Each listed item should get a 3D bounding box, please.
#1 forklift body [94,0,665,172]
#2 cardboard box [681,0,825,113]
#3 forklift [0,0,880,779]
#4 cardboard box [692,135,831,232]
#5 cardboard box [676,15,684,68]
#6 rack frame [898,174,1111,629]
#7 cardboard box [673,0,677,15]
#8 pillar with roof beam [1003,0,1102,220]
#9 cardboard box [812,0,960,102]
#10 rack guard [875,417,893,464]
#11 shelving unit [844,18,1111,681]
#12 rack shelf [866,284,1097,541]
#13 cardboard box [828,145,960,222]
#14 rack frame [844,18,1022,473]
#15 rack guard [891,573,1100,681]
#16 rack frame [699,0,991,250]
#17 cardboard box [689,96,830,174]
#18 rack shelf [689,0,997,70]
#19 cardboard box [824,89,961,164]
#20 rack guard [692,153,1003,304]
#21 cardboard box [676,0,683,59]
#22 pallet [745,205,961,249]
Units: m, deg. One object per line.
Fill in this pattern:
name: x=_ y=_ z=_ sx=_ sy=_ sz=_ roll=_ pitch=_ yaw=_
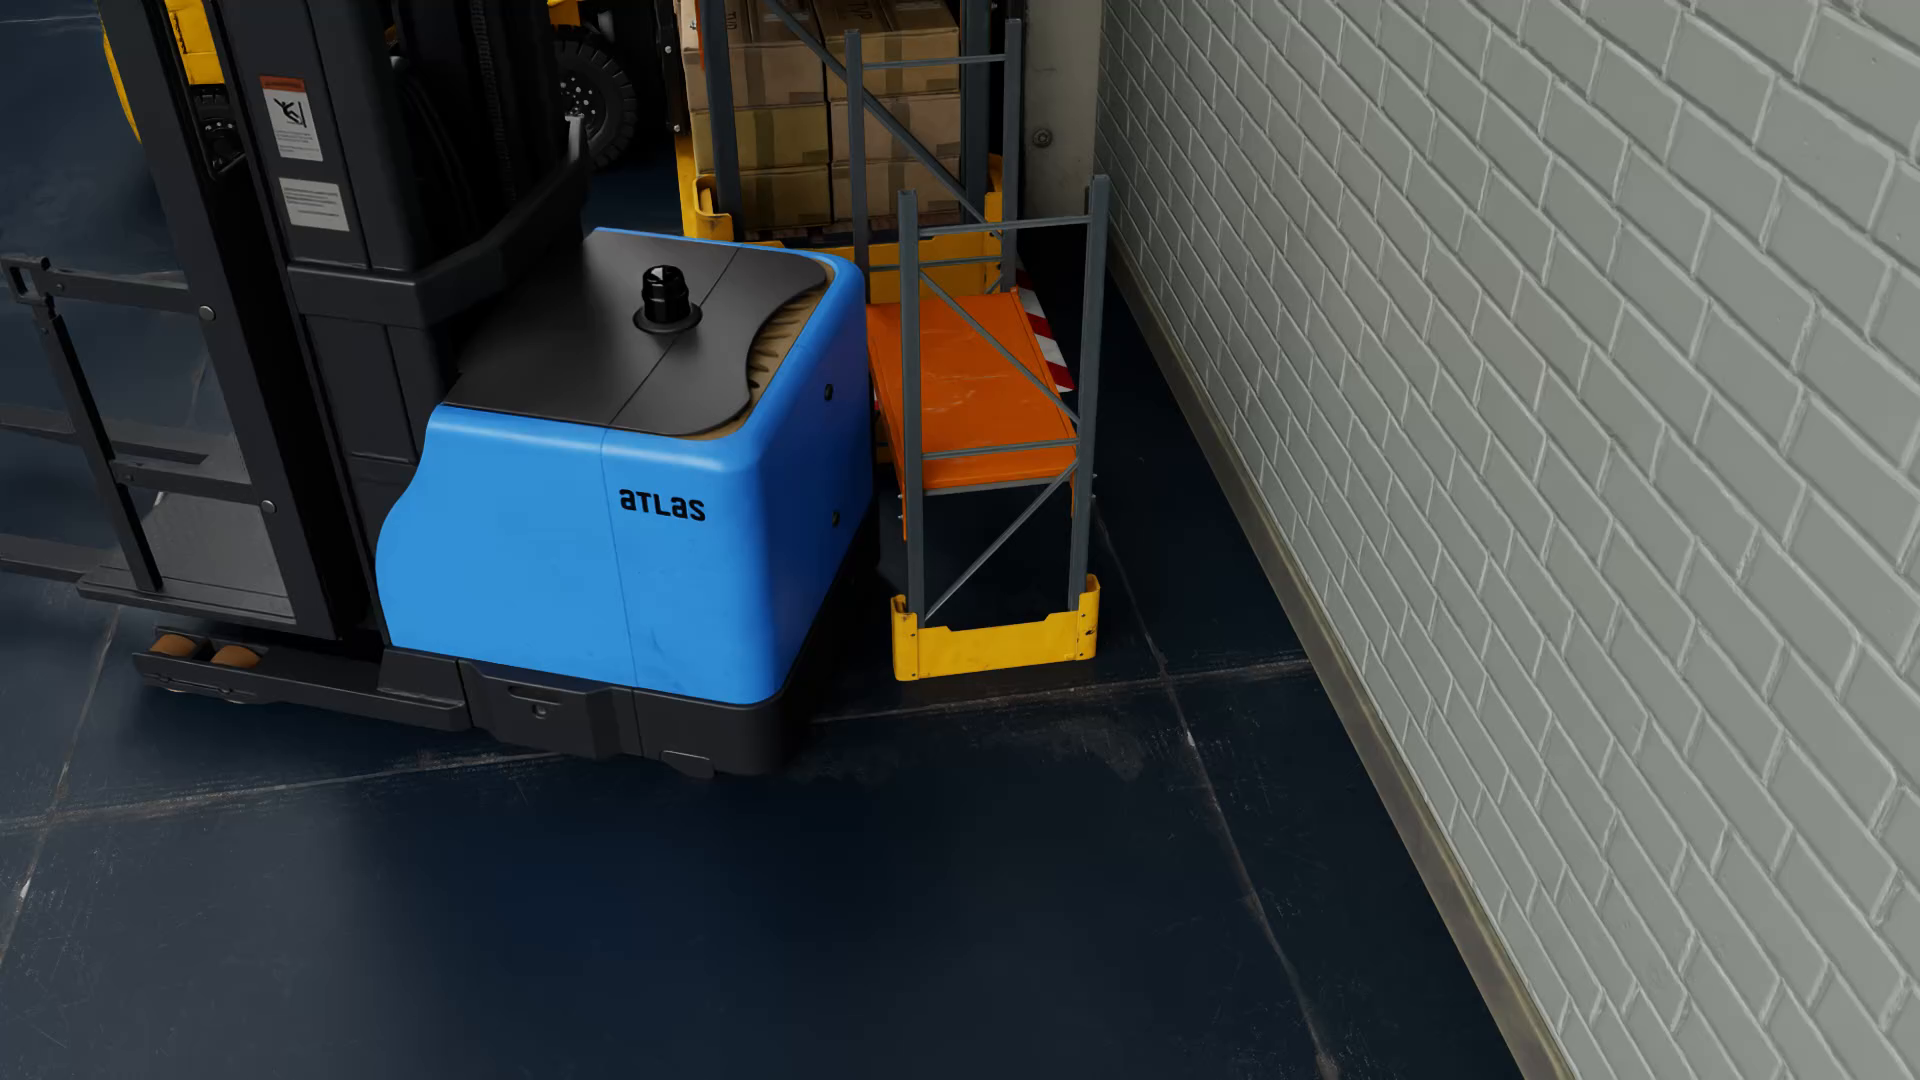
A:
forklift body: x=-2.524 y=-2.733 z=7.014 sx=2.313 sy=2.155 sz=1.214 roll=-6 pitch=38 yaw=-8
cardboard box: x=-0.783 y=-1.838 z=6.255 sx=0.500 sy=0.250 sz=0.500 roll=-5 pitch=38 yaw=-6
forklift: x=-1.816 y=-1.003 z=4.153 sx=3.031 sy=2.935 sz=1.130 roll=8 pitch=39 yaw=11
cardboard box: x=-0.789 y=-1.449 z=6.568 sx=0.500 sy=0.250 sz=0.500 roll=-6 pitch=38 yaw=-8
cardboard box: x=-0.977 y=-2.270 z=7.219 sx=0.500 sy=0.250 sz=0.500 roll=-7 pitch=38 yaw=-9
rack frame: x=0.104 y=-0.234 z=4.328 sx=0.500 sy=1.500 sz=0.032 roll=-6 pitch=38 yaw=-8
cardboard box: x=-0.977 y=-2.450 z=7.042 sx=0.500 sy=0.250 sz=0.500 roll=-6 pitch=38 yaw=-7
pillar with roof beam: x=-3.868 y=-4.542 z=3.762 sx=9.100 sy=9.000 sz=0.400 roll=-6 pitch=38 yaw=-8
cardboard box: x=-0.293 y=-1.904 z=6.340 sx=0.500 sy=0.250 sz=0.500 roll=-7 pitch=38 yaw=-9
rack guard: x=-0.074 y=-0.353 z=5.501 sx=0.587 sy=0.250 sz=0.087 roll=-6 pitch=38 yaw=-8
shelving unit: x=0.013 y=-0.546 z=4.731 sx=0.587 sy=1.500 sz=1.083 roll=-6 pitch=38 yaw=-8
rack shelf: x=0.015 y=-0.399 z=4.834 sx=0.538 sy=0.185 sz=1.000 roll=-6 pitch=38 yaw=-8
cardboard box: x=-0.289 y=-1.516 z=6.656 sx=0.500 sy=0.250 sz=0.500 roll=-6 pitch=38 yaw=-8
rack frame: x=-0.074 y=-0.848 z=5.119 sx=0.500 sy=1.500 sz=0.032 roll=-6 pitch=38 yaw=-8
rack guard: x=0.101 y=0.248 z=4.727 sx=0.587 sy=0.250 sz=0.087 roll=-6 pitch=38 yaw=-8
rack frame: x=-0.395 y=-2.119 z=5.532 sx=1.000 sy=3.000 sz=0.127 roll=-6 pitch=38 yaw=-8
cardboard box: x=-0.788 y=-1.657 z=6.429 sx=0.500 sy=0.250 sz=0.500 roll=-7 pitch=38 yaw=-9
rack shelf: x=-0.746 y=-3.043 z=7.308 sx=1.077 sy=0.370 sz=4.000 roll=-6 pitch=38 yaw=-8
cardboard box: x=-0.273 y=-1.702 z=6.488 sx=0.500 sy=0.250 sz=0.500 roll=-6 pitch=38 yaw=-7
rack guard: x=-0.391 y=-1.117 z=6.280 sx=1.175 sy=0.500 sz=0.348 roll=-6 pitch=38 yaw=-8
cardboard box: x=-0.878 y=-2.146 z=6.651 sx=0.500 sy=0.250 sz=0.500 roll=-6 pitch=38 yaw=-7
pallet: x=-0.571 y=-1.475 z=6.976 sx=1.003 sy=0.211 sz=1.213 roll=-6 pitch=38 yaw=-8
